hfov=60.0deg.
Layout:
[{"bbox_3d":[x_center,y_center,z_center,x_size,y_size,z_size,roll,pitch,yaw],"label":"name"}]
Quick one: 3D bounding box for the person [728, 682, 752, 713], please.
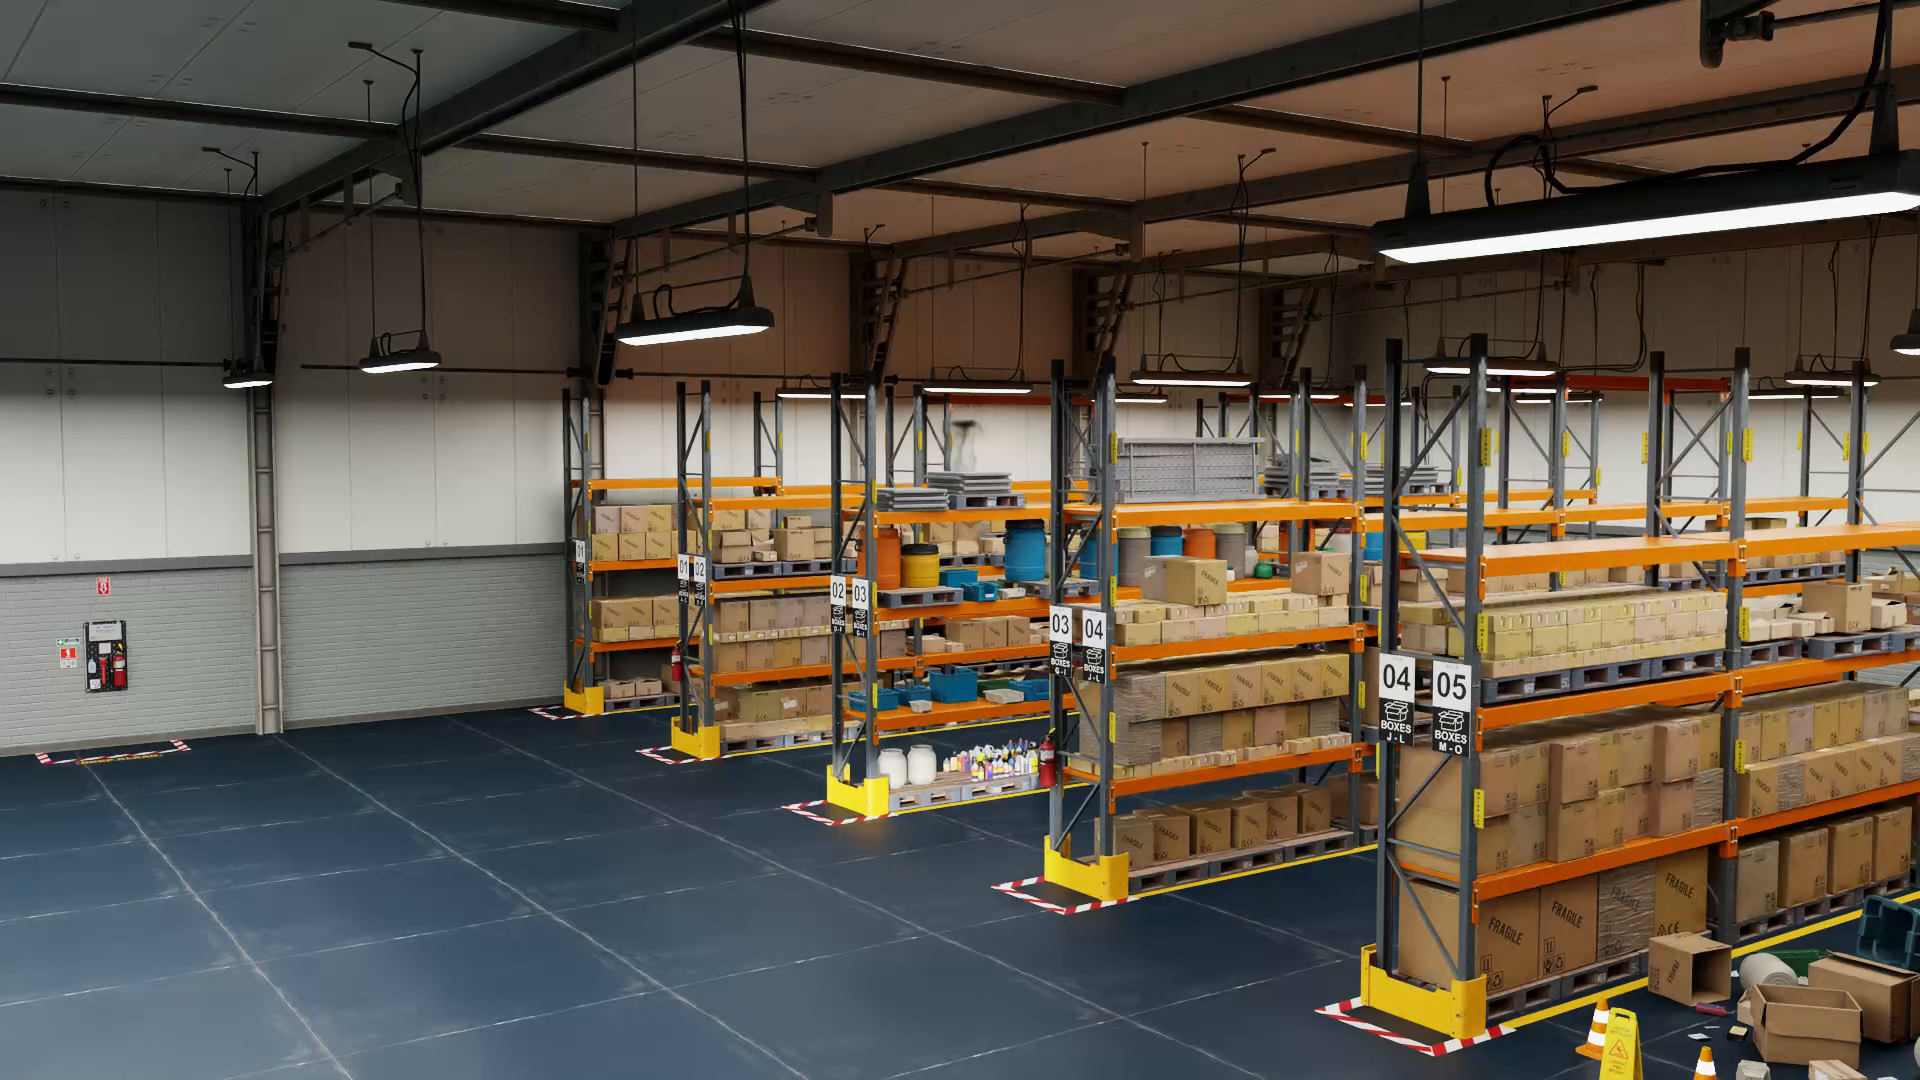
[{"bbox_3d":[-3.784,2.425,28.929,0.798,1.750,0.711,-3,5,-41],"label":"person"}]
